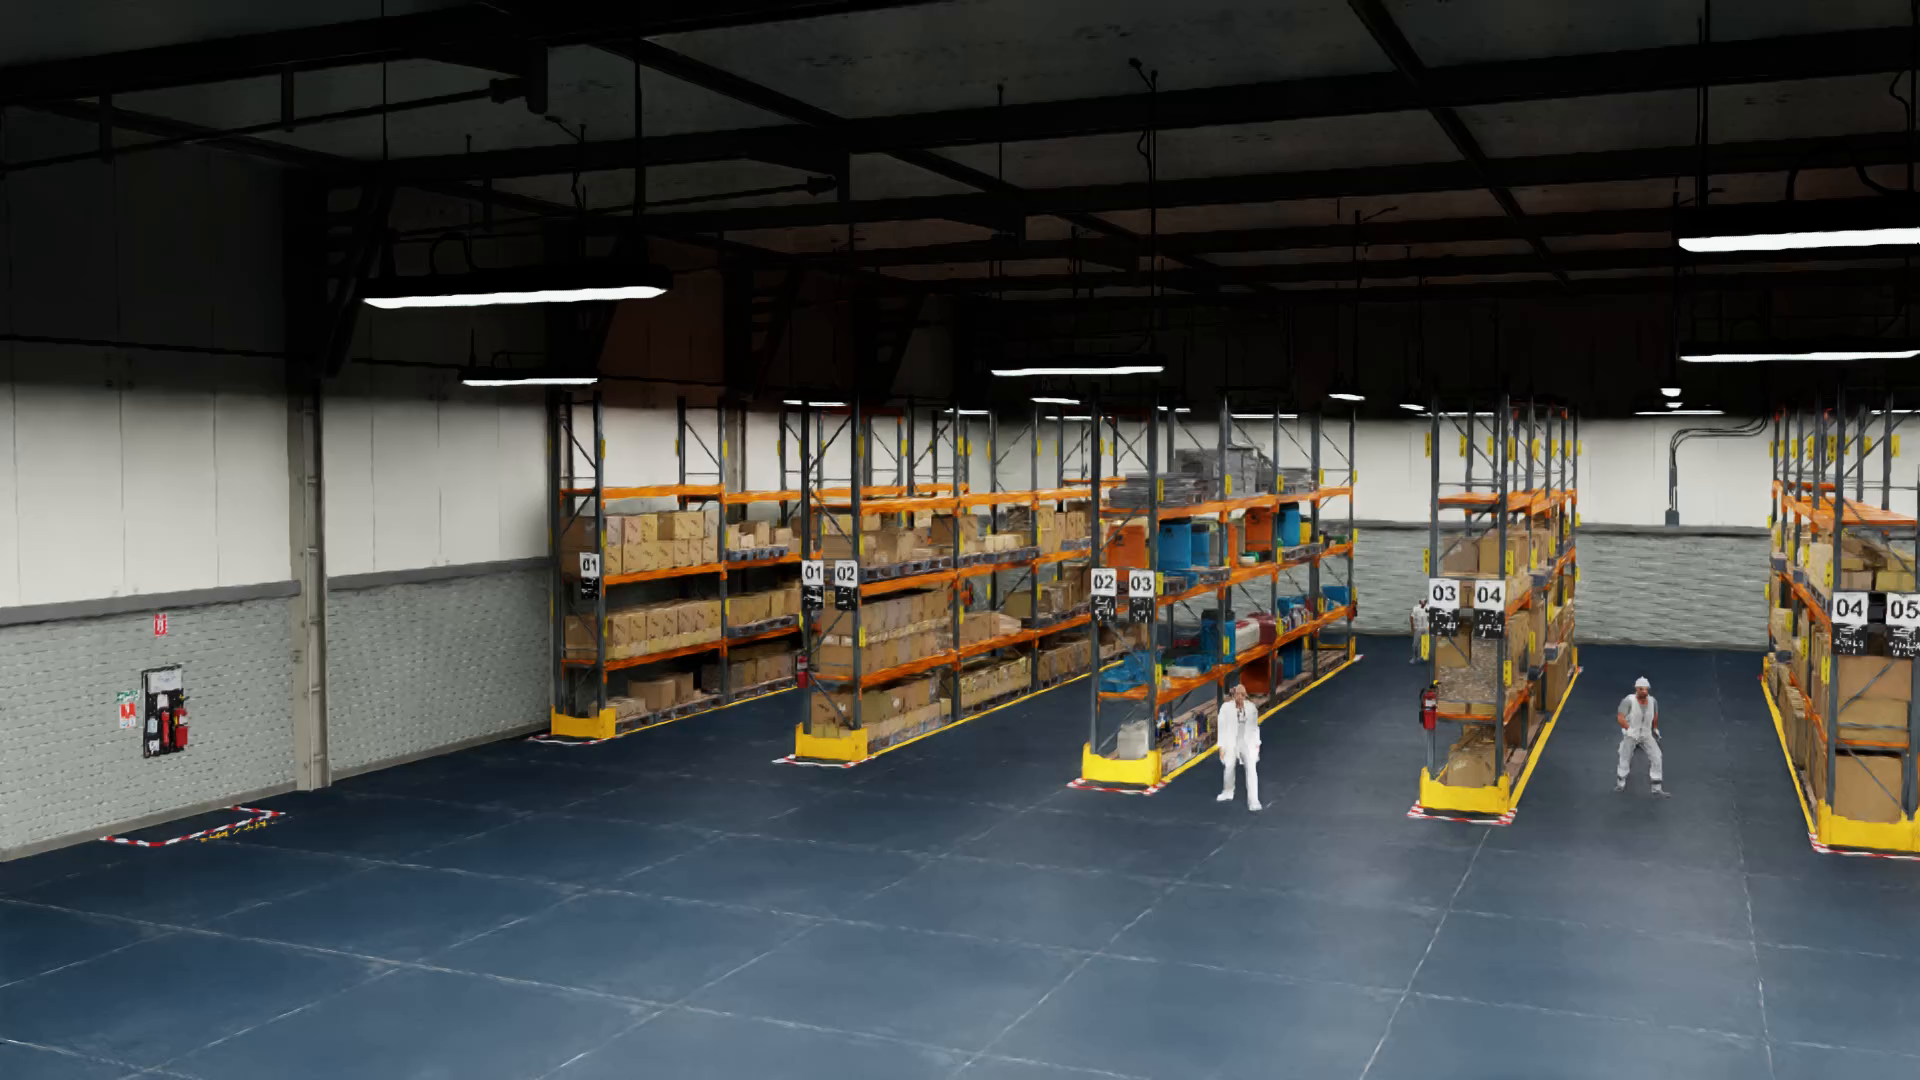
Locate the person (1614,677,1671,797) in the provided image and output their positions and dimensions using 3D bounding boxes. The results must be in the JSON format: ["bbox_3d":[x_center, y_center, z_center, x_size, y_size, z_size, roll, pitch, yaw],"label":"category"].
[{"bbox_3d":[9.763,2.810,23.903,0.682,1.718,0.810,0,3,5],"label":"person"}]

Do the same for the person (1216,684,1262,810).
[{"bbox_3d":[3.889,2.860,23.135,0.635,1.735,1.030,0,3,1],"label":"person"}]

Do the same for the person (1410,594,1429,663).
[{"bbox_3d":[10.770,2.061,38.691,0.592,1.625,0.531,1,3,21],"label":"person"}]
